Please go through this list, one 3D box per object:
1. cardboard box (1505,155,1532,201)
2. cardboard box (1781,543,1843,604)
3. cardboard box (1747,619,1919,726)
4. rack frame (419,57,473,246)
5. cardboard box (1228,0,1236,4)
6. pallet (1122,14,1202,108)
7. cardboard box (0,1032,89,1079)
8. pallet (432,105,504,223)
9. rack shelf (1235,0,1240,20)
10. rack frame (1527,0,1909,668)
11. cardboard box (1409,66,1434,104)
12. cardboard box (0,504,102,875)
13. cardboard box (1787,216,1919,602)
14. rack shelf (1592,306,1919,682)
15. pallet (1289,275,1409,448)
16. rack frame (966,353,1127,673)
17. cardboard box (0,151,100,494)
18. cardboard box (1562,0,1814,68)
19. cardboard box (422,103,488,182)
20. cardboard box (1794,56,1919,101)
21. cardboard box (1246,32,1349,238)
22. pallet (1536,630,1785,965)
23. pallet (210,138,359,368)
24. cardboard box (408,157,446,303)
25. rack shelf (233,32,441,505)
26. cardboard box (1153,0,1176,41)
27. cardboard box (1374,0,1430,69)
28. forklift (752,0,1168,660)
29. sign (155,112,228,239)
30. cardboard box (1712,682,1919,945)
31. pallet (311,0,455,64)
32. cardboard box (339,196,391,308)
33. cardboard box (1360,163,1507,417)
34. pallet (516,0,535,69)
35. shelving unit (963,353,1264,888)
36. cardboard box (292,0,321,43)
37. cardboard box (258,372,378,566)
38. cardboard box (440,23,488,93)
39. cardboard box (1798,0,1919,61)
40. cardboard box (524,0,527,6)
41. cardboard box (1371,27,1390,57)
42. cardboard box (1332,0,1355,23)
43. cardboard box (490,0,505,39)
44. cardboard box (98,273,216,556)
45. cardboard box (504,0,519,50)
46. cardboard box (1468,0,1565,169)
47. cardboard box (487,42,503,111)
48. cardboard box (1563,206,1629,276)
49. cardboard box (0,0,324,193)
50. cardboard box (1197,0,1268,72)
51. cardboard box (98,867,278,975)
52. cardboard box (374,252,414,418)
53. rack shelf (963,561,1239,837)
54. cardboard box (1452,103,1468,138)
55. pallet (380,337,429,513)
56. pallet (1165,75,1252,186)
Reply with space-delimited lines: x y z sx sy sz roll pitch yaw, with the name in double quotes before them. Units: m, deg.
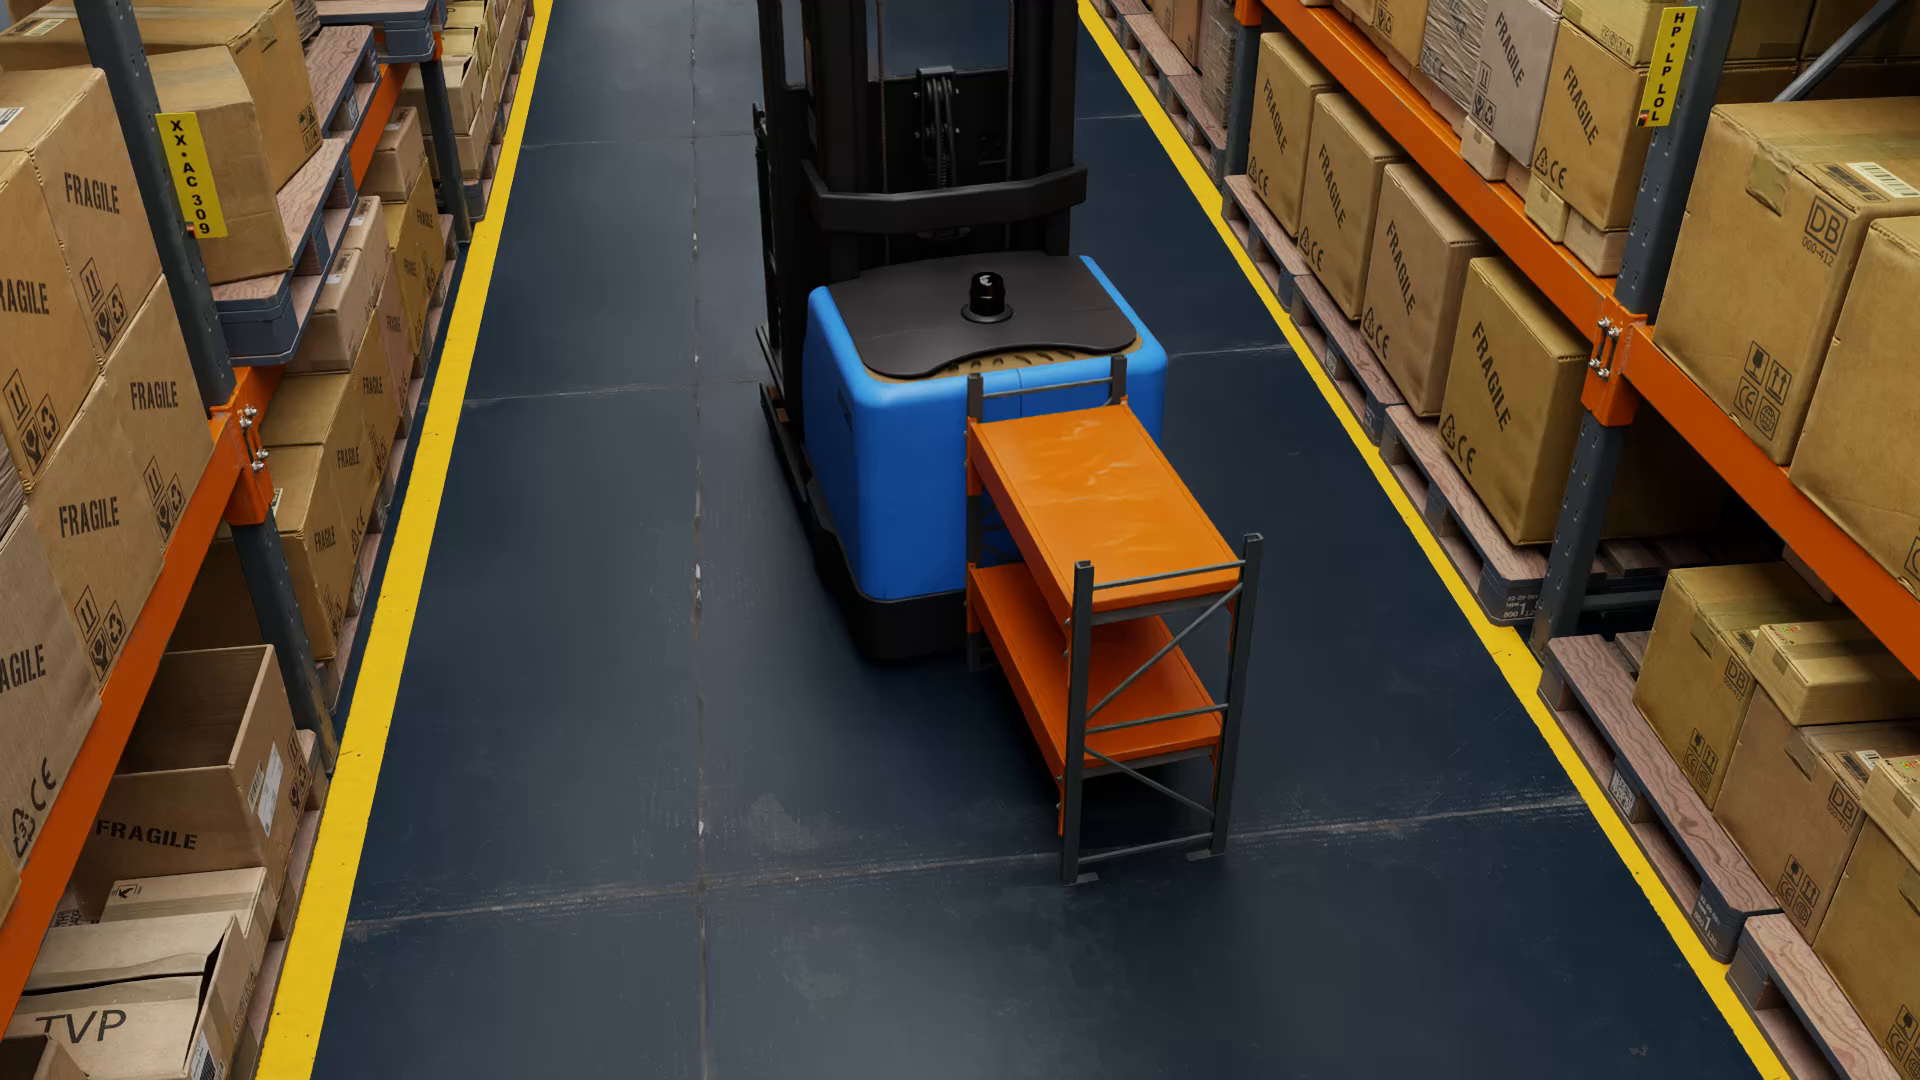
"cardboard box" 2.080 -1.239 5.609 0.380 0.149 0.250 -3 34 -5
"cardboard box" 2.630 0.041 4.798 0.380 0.149 0.250 -5 35 -7
"cardboard box" 2.318 0.341 4.356 0.380 0.149 0.250 -3 34 -5
"rack frame" -2.993 -2.735 7.599 1.000 3.000 0.127 -4 35 -6
"cardboard box" 1.752 -3.291 9.579 0.500 0.250 0.500 -4 34 -5
"pallet" 1.651 -3.075 10.575 1.003 0.211 1.213 -4 35 -6
"cardboard box" -2.197 1.395 3.365 0.797 0.503 0.637 -4 35 -6
"pallet" -3.065 -2.045 9.063 1.003 0.211 1.213 -4 35 -6
"rack shelf" 1.647 -3.931 9.993 1.077 0.370 4.000 -4 35 -6
"rack frame" 2.453 -0.880 4.878 1.000 3.000 0.127 -4 35 -6
"cardboard box" 1.976 -1.813 6.452 0.380 0.149 0.250 -3 34 -5
"cardboard box" -1.991 0.290 3.073 0.500 0.500 0.500 -4 34 -5
"cardboard box" 2.603 -0.292 3.749 0.980 0.700 0.700 -5 35 -8
"rack shelf" 2.722 0.533 3.442 1.077 0.370 4.000 -4 35 -6
"pallet" 2.108 -0.835 7.287 1.003 0.211 1.213 -4 35 -6
"rack frame" 0.265 -0.062 5.342 0.500 1.125 0.032 -9 35 -13
"cardboard box" -2.059 -0.409 3.210 0.500 0.500 0.500 -5 35 -7
"cardboard box" 2.137 -1.604 4.903 0.500 0.250 0.500 -4 34 -5
"cardboard box" -2.772 -2.087 8.717 0.500 0.250 0.500 -4 35 -7
"cardboard box" 2.641 -1.328 5.165 0.500 0.500 0.500 -6 35 -8
"cardboard box" 1.884 -1.977 8.023 0.750 0.750 0.750 -5 35 -7
"pallet" 2.478 0.703 5.031 1.003 0.211 1.213 -4 35 -6
"pallet" -2.454 -0.878 5.045 1.003 0.211 1.213 -4 35 -6
"cardboard box" -2.634 -1.379 7.440 0.500 0.500 0.500 -3 34 -5
"rack shelf" -2.724 -1.321 6.164 1.077 0.370 4.000 -4 35 -6
"cardboard box" 1.641 -3.511 10.568 0.700 0.500 0.500 -4 34 -6
"cardboard box" 1.932 -2.134 6.347 0.500 0.500 0.500 -3 34 -5
"forklift" -0.206 -1.638 6.050 1.130 2.935 3.031 -9 35 -13
"sign" -1.918 -0.906 4.147 0.100 0.325 0.005 -4 35 -6
"cardboard box" 2.517 0.685 4.428 0.700 0.500 0.500 -5 35 -7
"pallet" -2.832 -2.283 7.106 1.213 0.211 1.003 -4 35 -6
"cardboard box" -2.481 -1.088 6.346 0.500 0.250 0.500 -5 35 -7
"cardboard box" 2.115 -1.014 6.610 0.750 0.750 0.750 -3 34 -5
"pallet" -3.393 -3.406 11.061 1.003 0.211 1.213 -4 35 -6
"shelving unit" 0.399 0.214 4.936 0.538 1.125 1.048 -9 35 -13
"cardboard box" -2.863 -2.082 6.180 0.700 0.500 0.500 2 34 3
"cardboard box" -2.361 -0.237 5.763 0.500 0.500 0.500 -4 34 -6
"cardboard box" -2.851 -2.611 8.988 0.500 0.311 0.500 -5 35 -8
"cardboard box" 2.650 -1.639 4.954 0.500 0.250 0.500 -3 34 -5
"cardboard box" -3.188 -3.795 11.224 0.500 0.250 0.500 -5 35 -7
"cardboard box" 1.931 -2.099 6.872 0.380 0.149 0.250 -4 34 -6
"cardboard box" 1.863 -2.388 7.296 0.380 0.149 0.250 -5 35 -7
"cardboard box" -2.987 -3.182 9.827 0.500 0.311 0.500 -5 35 -7
"cardboard box" -2.133 -0.284 3.915 0.500 0.500 0.500 -4 34 -6
"cardboard box" -3.052 -3.227 10.390 0.500 0.250 0.500 -4 34 -5
"cardboard box" 2.063 -1.575 5.527 0.500 0.500 0.500 -4 34 -6
"cardboard box" -2.916 -2.657 9.553 0.500 0.250 0.500 -5 35 -8
"cardboard box" 2.127 -0.952 5.188 0.380 0.149 0.250 -4 34 -6
"cardboard box" -2.452 -1.378 5.146 0.700 0.500 0.500 1 34 1
"cardboard box" 1.813 -2.955 9.752 0.700 0.500 0.500 -4 35 -6
"cardboard box" -1.987 0.995 4.268 0.380 0.149 0.250 -4 35 -6
"cardboard box" -2.488 -0.798 6.587 0.500 0.500 0.500 -6 35 -8
"rack shelf" 0.399 0.417 5.074 0.538 0.278 1.000 -9 35 -13
"cardboard box" 2.019 -1.523 6.026 0.380 0.149 0.250 -4 35 -6
"pallet" -2.769 -0.484 6.772 1.003 0.211 1.213 -4 35 -6
"pallet" 1.812 -2.396 9.578 1.003 0.211 1.213 -4 35 -6
